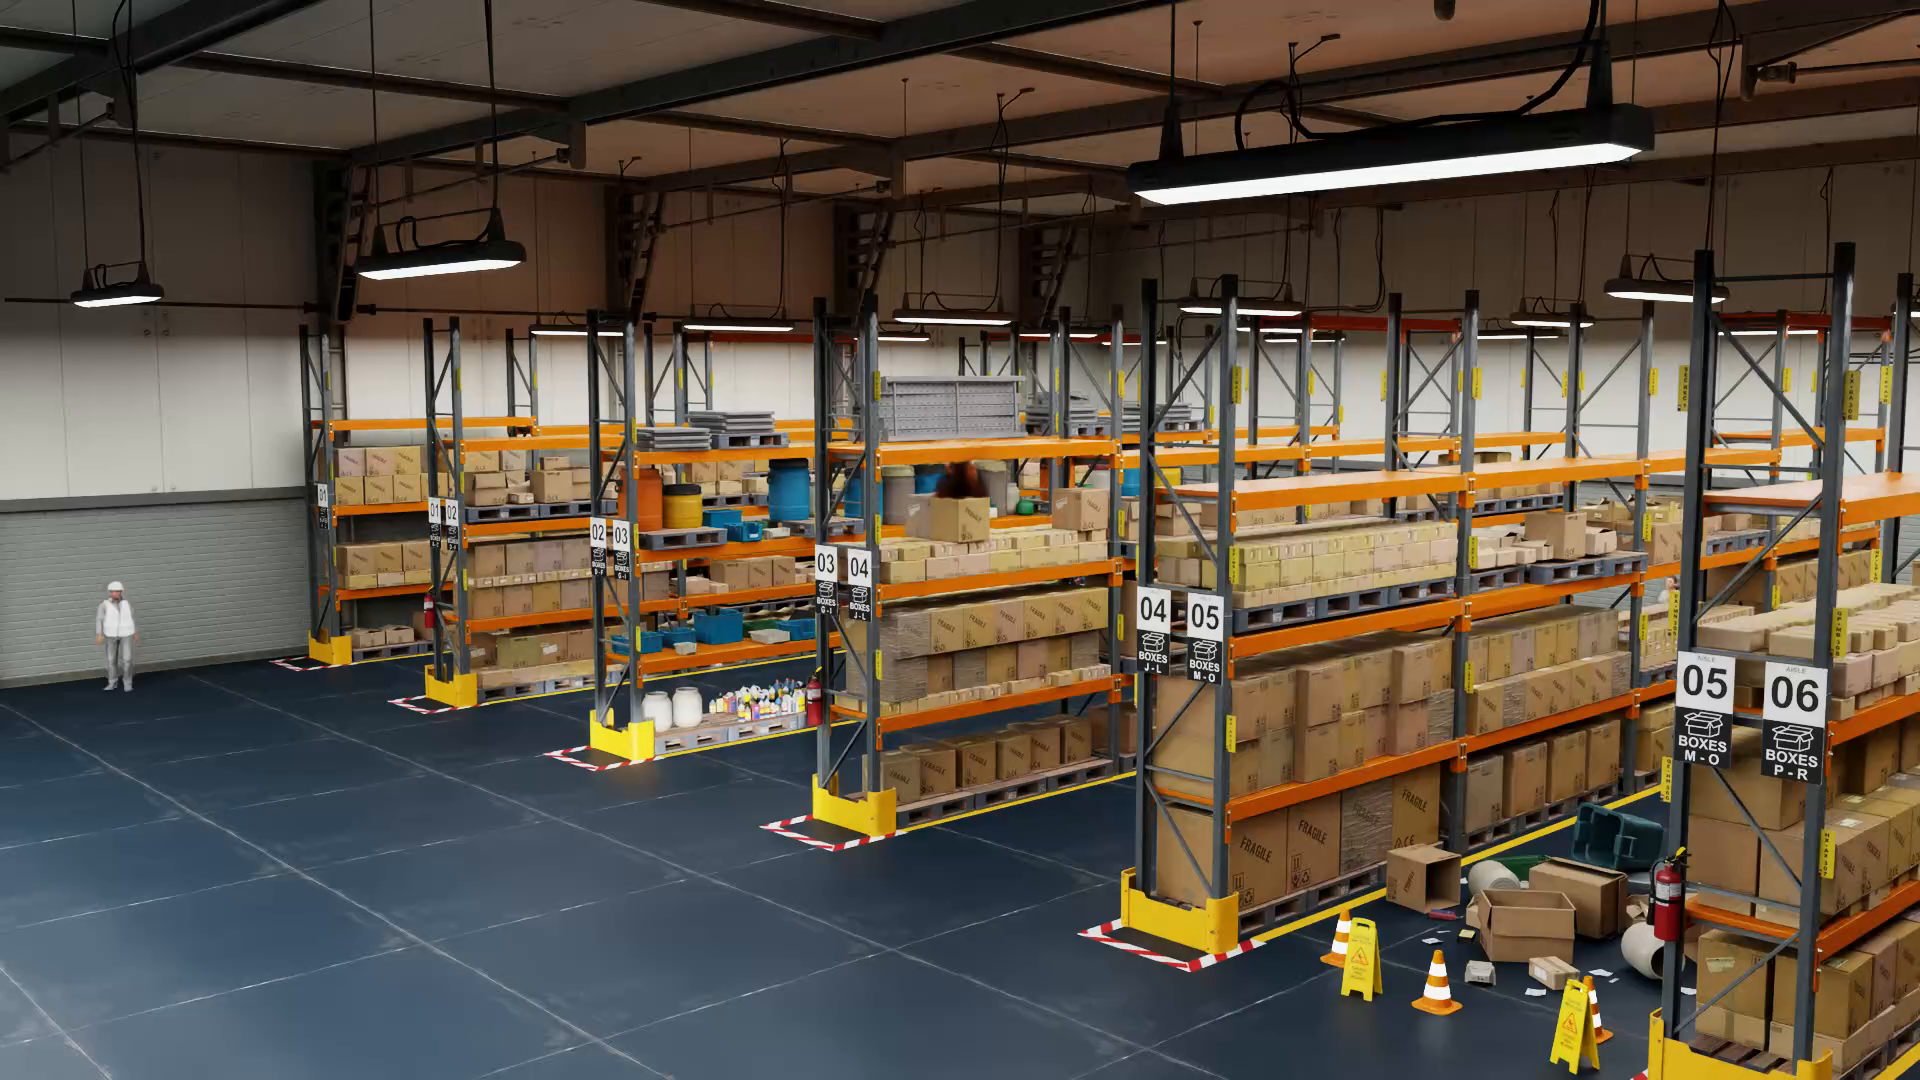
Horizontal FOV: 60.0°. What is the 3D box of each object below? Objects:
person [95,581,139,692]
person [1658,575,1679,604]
[{"bbox_3d":[-13.688,1.580,26.995,0.590,1.807,0.551,-2,6,-18],"label":"person"},{"bbox_3d":[12.175,1.440,28.847,0.571,1.689,0.438,-1,6,-6],"label":"person"}]
